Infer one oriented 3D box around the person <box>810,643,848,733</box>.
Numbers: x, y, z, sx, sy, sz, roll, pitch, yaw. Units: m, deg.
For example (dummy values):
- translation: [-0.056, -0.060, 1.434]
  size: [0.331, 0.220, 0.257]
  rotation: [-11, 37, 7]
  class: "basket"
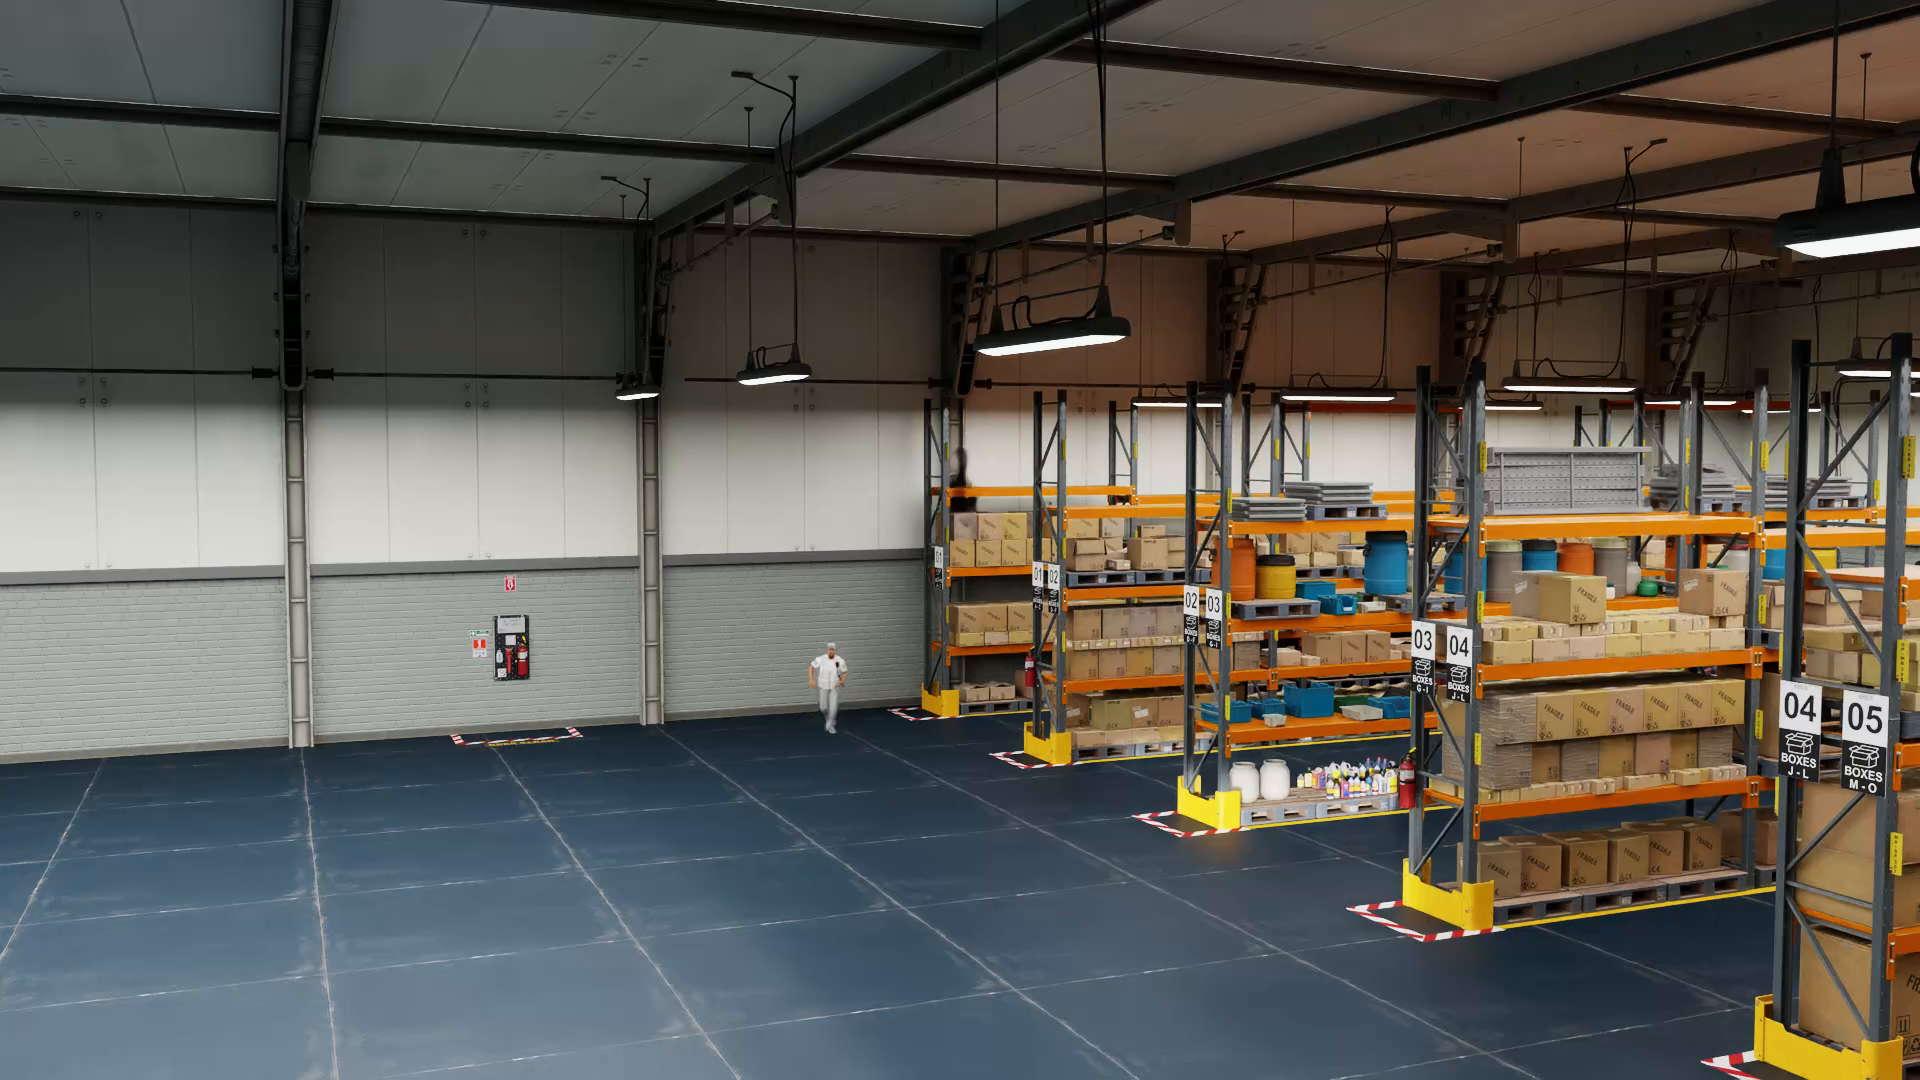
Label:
- translation: [-2.327, 2.622, 29.482]
  size: [0.691, 1.625, 0.561]
  rotation: [0, 3, 0]
  class: "person"
